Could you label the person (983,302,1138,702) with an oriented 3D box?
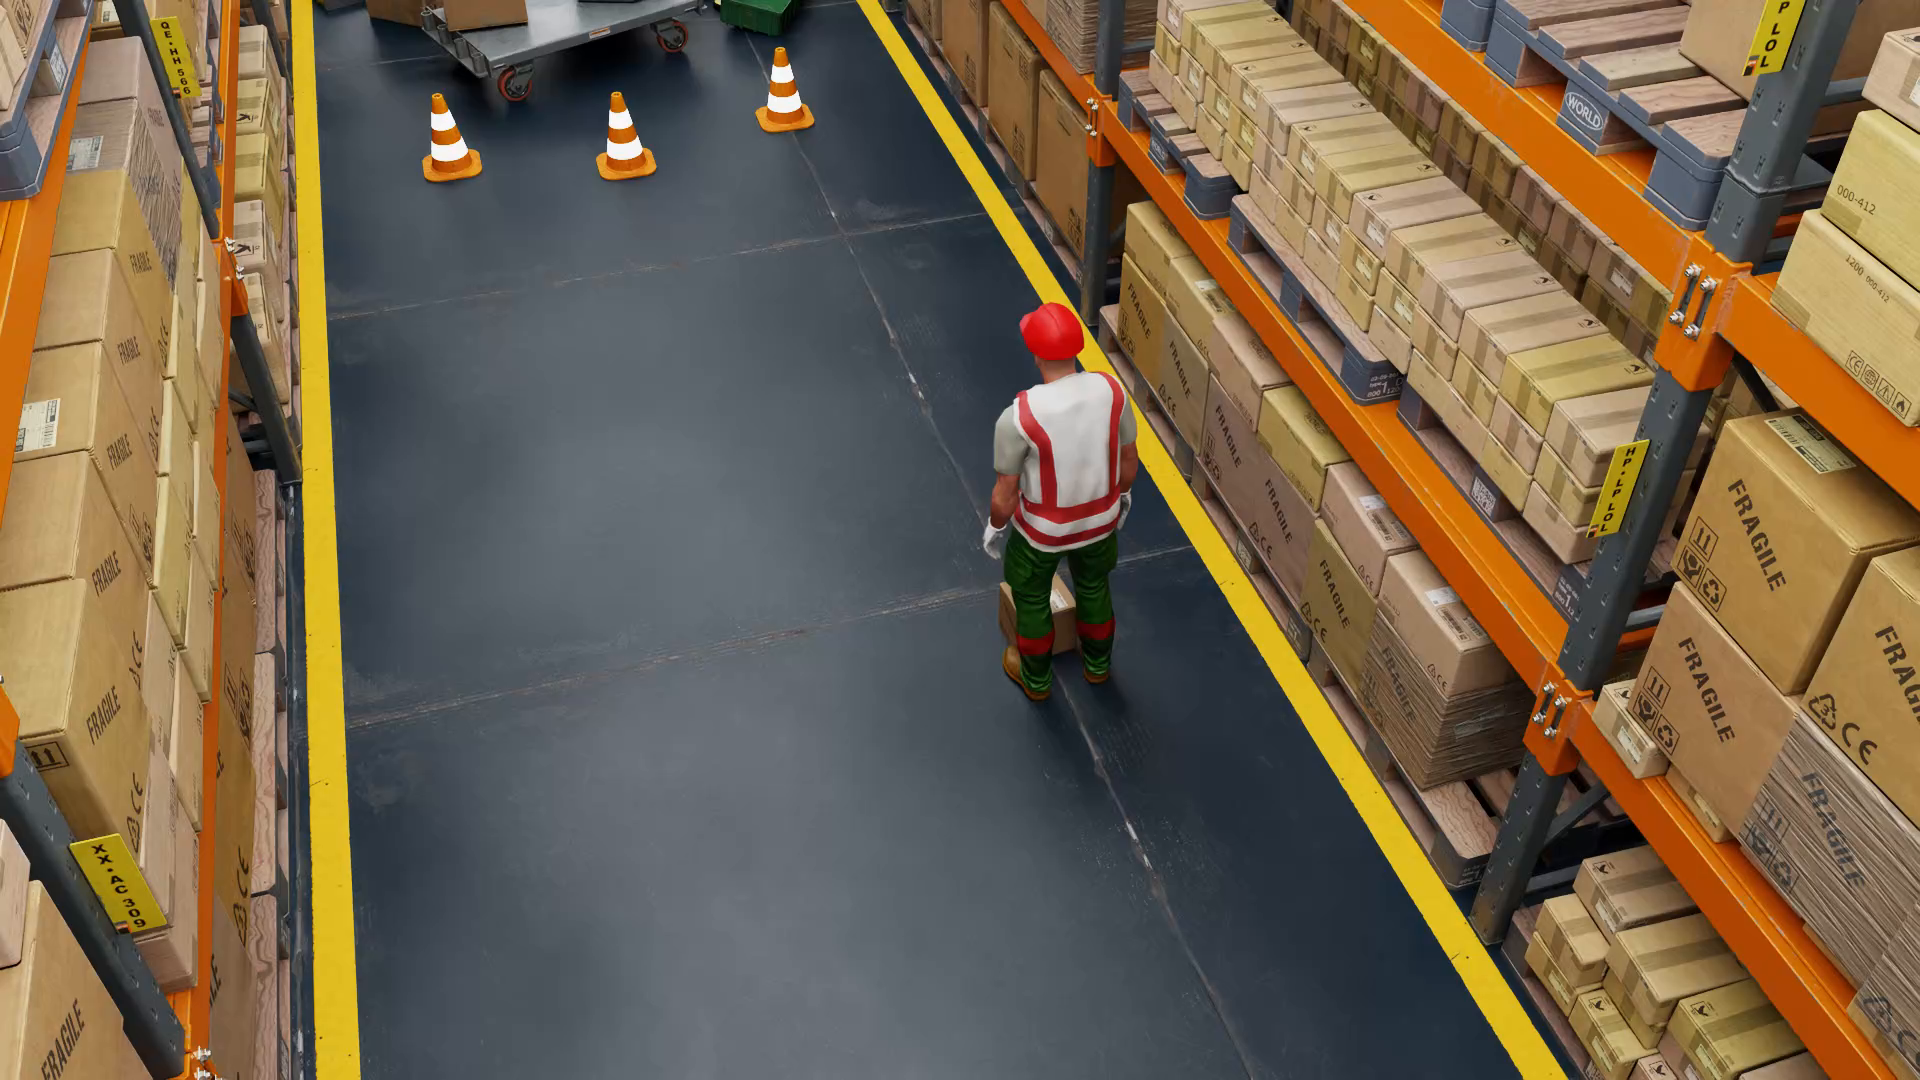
[{"bbox_3d":[0.375,-0.104,6.265,0.612,1.778,0.453,-14,44,-15],"label":"person"}]
